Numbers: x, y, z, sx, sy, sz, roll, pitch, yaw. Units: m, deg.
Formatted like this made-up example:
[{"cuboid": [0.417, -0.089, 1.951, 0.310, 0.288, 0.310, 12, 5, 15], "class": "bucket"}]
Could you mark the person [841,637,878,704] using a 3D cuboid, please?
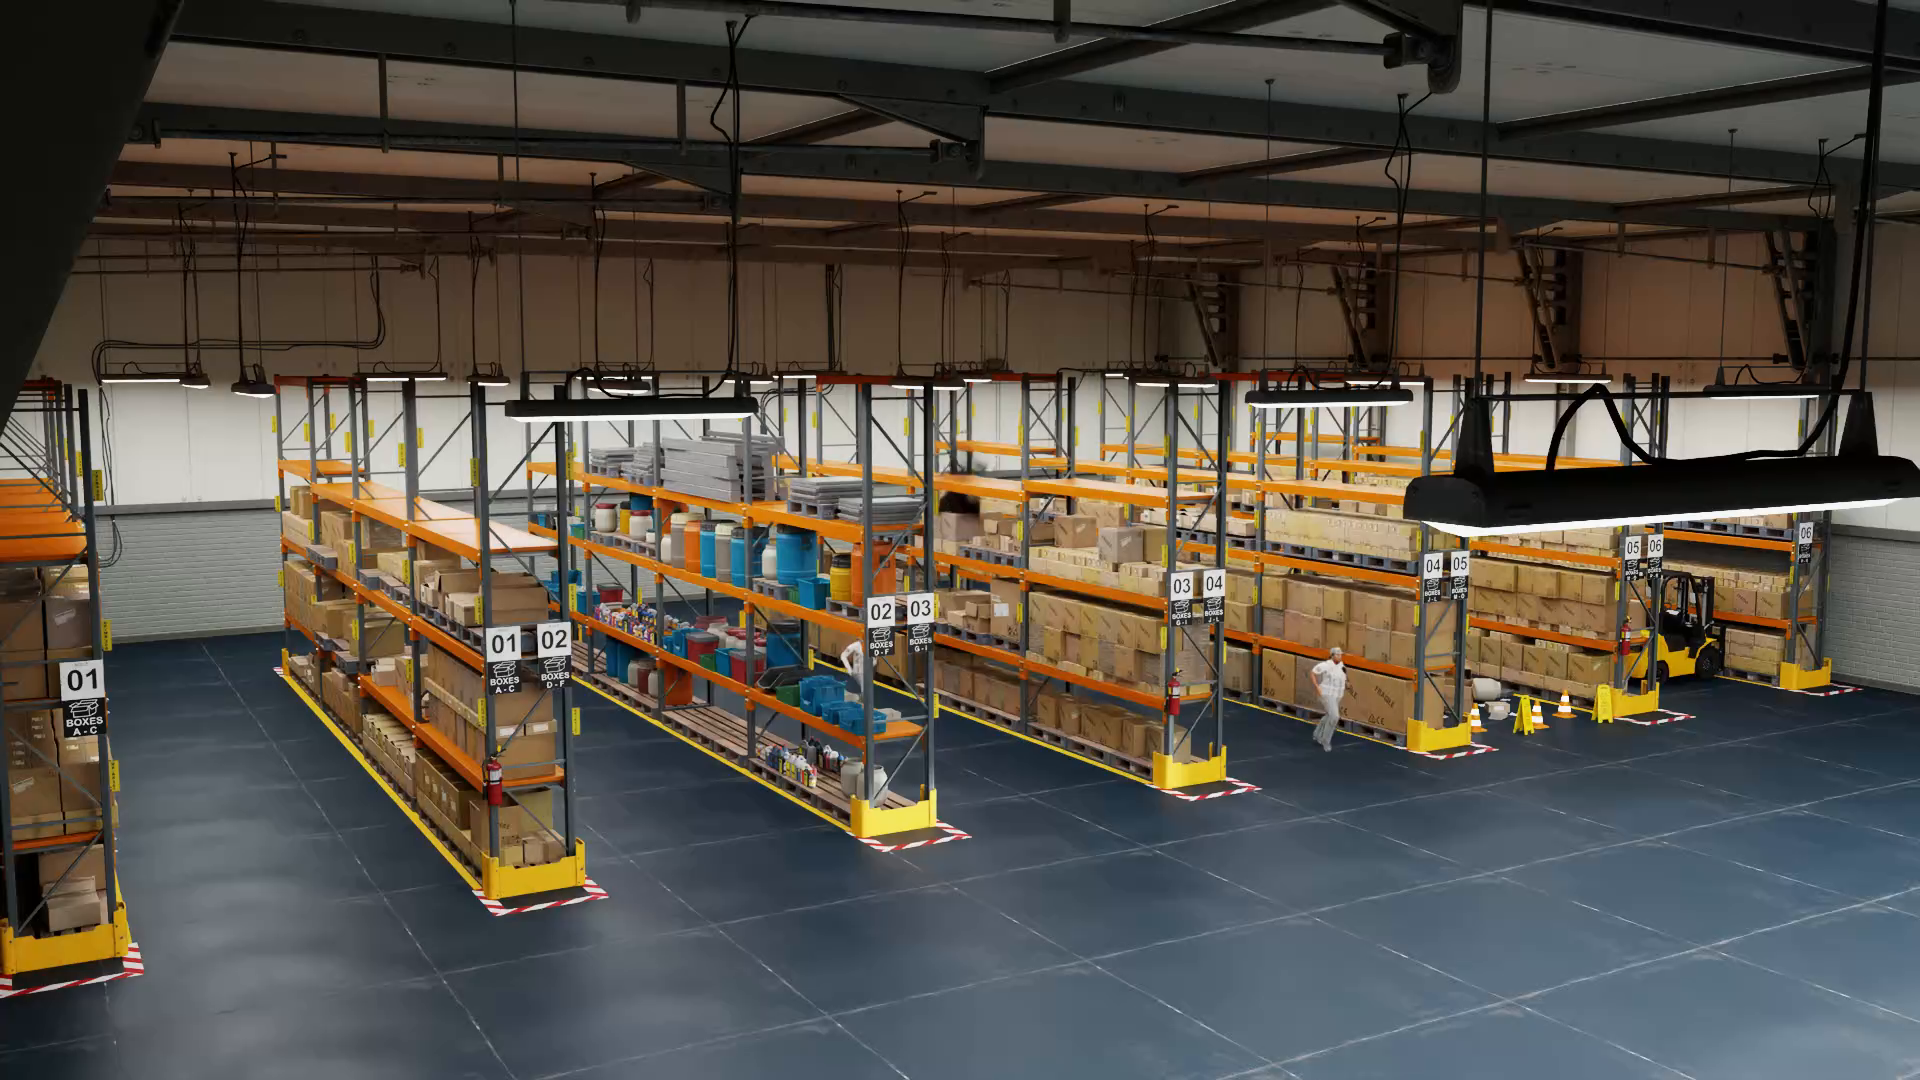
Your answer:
[{"cuboid": [-1.682, 2.327, 28.962, 0.593, 1.655, 0.616, -5, 8, -40], "class": "person"}]

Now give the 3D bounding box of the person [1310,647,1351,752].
[{"cuboid": [6.044, 2.575, 27.070, 0.603, 1.702, 0.706, -5, 8, -36], "class": "person"}]

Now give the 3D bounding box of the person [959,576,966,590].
[{"cuboid": [0.069, 0.838, 42.594, 0.600, 1.661, 0.560, -4, 8, -34], "class": "person"}]
